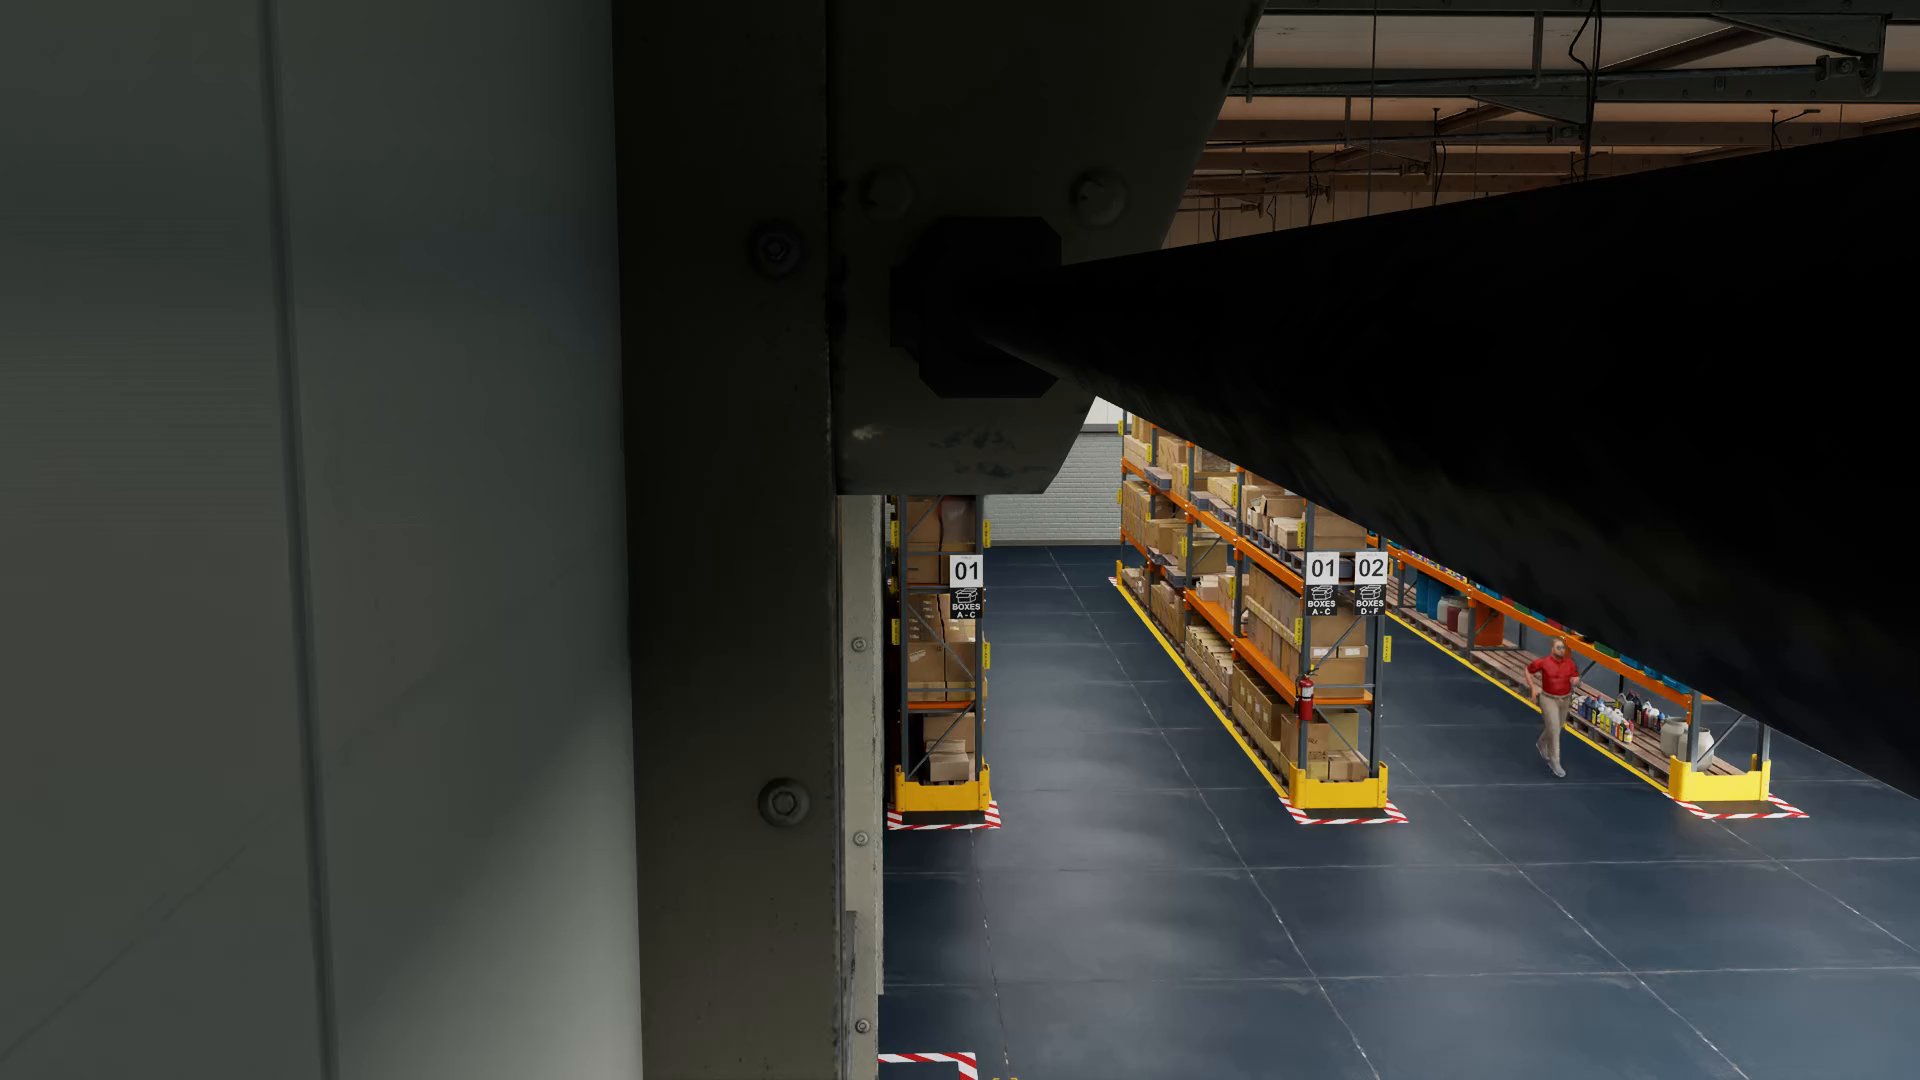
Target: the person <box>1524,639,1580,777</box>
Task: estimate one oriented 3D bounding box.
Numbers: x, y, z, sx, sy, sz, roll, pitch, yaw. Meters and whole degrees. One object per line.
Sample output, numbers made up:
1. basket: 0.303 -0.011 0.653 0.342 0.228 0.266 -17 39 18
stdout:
1. person: 7.959 2.199 22.273 0.646 1.771 0.888 -2 9 -14
